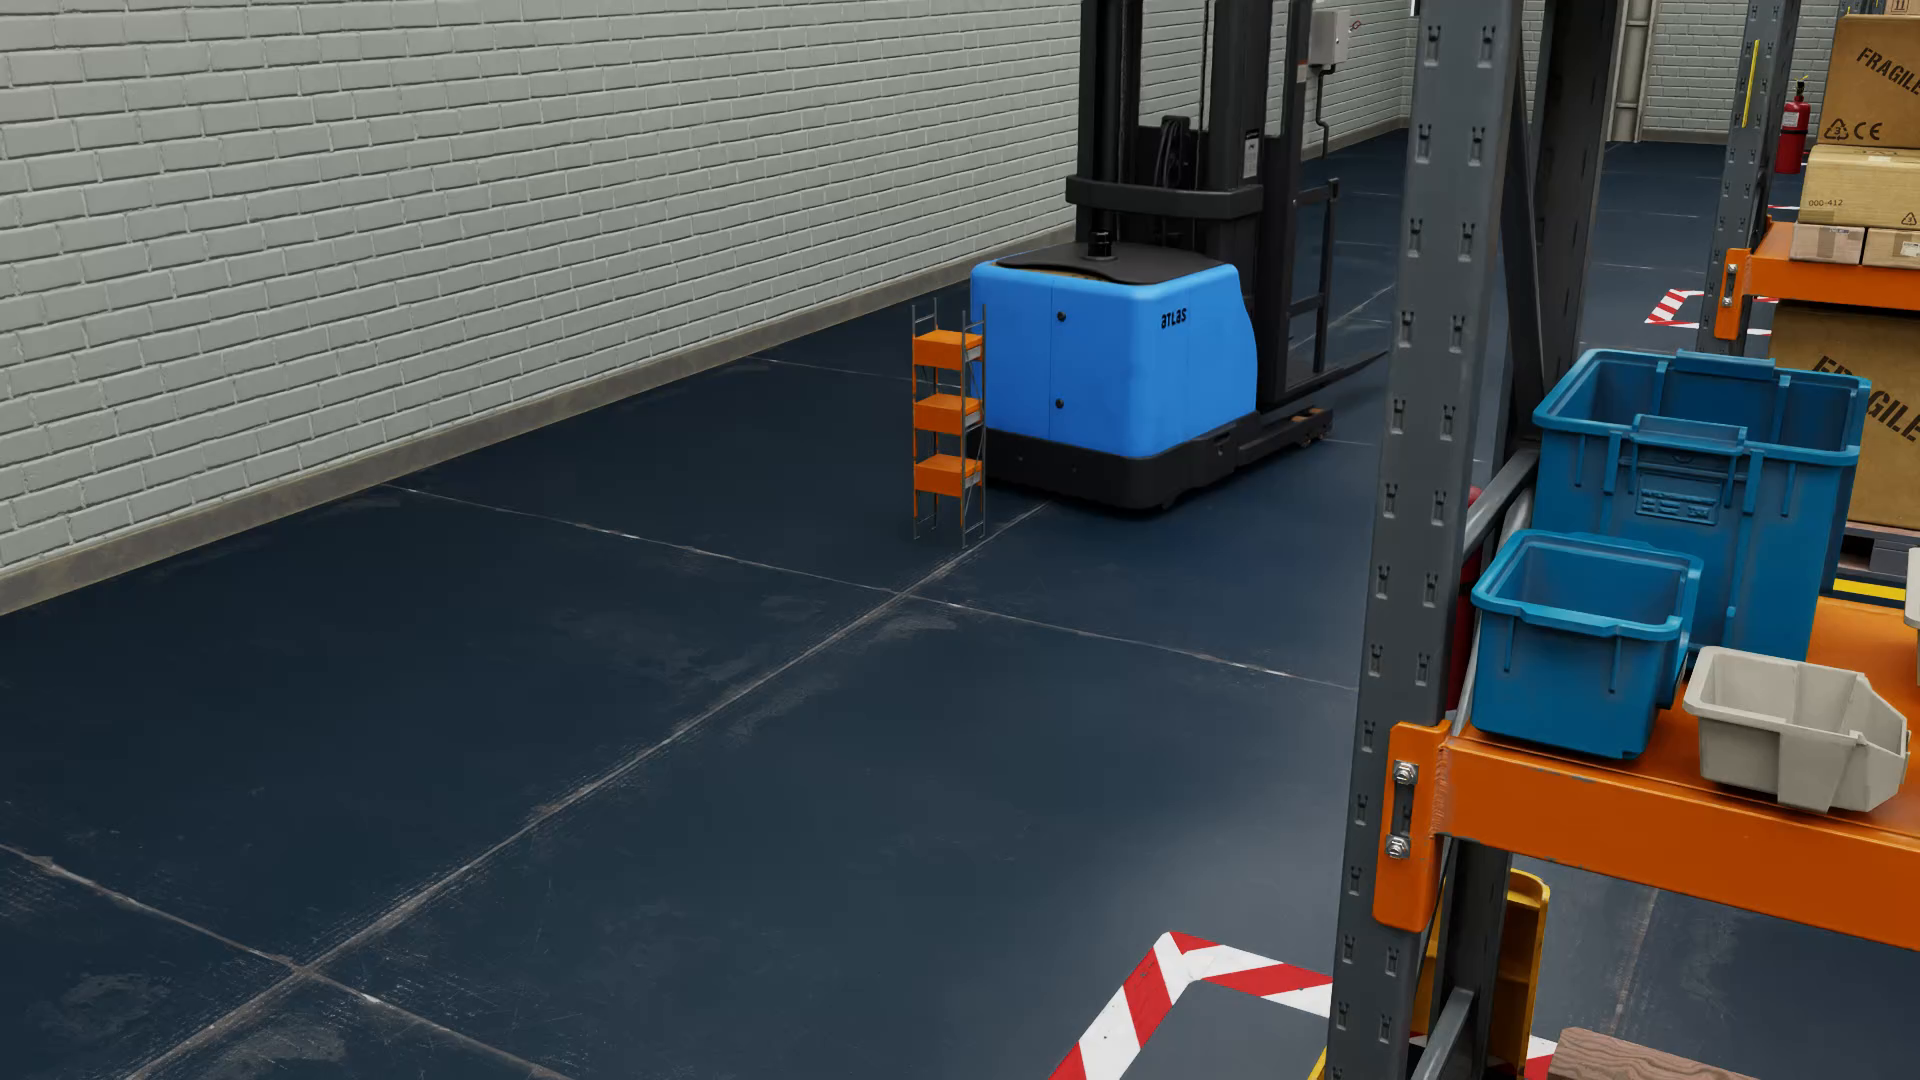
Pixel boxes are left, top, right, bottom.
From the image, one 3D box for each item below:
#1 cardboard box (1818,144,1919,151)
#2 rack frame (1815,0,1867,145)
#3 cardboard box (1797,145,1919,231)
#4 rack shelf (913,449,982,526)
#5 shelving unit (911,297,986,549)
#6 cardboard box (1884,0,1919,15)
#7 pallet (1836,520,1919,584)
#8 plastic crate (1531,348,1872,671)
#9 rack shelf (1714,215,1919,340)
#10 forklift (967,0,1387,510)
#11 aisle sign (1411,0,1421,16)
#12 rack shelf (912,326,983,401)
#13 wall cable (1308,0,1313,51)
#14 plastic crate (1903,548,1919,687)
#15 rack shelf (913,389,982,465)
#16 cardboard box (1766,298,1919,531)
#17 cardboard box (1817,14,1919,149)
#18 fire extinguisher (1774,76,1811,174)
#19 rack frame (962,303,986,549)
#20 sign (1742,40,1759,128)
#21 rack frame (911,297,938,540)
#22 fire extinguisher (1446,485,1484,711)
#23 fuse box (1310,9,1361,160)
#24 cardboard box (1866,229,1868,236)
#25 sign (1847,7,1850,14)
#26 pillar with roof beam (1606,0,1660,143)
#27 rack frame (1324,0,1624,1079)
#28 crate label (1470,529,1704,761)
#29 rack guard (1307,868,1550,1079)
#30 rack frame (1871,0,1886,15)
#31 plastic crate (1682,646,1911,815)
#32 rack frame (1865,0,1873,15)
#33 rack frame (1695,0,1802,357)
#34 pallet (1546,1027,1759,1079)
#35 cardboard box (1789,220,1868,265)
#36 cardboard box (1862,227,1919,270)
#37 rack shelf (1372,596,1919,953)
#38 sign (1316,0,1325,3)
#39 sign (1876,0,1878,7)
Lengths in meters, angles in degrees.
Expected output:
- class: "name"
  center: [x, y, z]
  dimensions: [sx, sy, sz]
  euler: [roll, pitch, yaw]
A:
- class: "cardboard box"
  center: [3.910, -1.566, 7.067]
  dimensions: [0.500, 0.250, 0.500]
  euler: [10, 22, 26]
- class: "rack frame"
  center: [5.865, -2.958, 11.120]
  dimensions: [0.127, 3.000, 1.000]
  euler: [11, 23, 27]
- class: "cardboard box"
  center: [3.645, -1.407, 6.629]
  dimensions: [0.500, 0.250, 0.500]
  euler: [10, 22, 26]
- class: "rack shelf"
  center: [-0.047, -0.231, 7.309]
  dimensions: [0.240, 0.259, 0.215]
  euler: [11, 23, 27]
- class: "shelving unit"
  center: [-0.047, -0.502, 7.211]
  dimensions: [0.252, 1.050, 0.215]
  euler: [11, 23, 27]
- class: "cardboard box"
  center: [6.127, -3.461, 10.459]
  dimensions: [0.500, 0.500, 0.500]
  euler: [11, 22, 27]
- class: "pallet"
  center: [4.094, -0.078, 7.269]
  dimensions: [1.213, 0.211, 1.003]
  euler: [11, 23, 27]
- class: "plastic crate"
  center: [1.326, -0.068, 3.015]
  dimensions: [0.499, 0.435, 0.616]
  euler: [11, 23, 27]
- class: "rack shelf"
  center: [5.104, -0.827, 6.302]
  dimensions: [4.000, 0.370, 1.077]
  euler: [11, 23, 27]
- class: "forklift"
  center: [1.331, -1.952, 8.449]
  dimensions: [1.130, 2.935, 3.031]
  euler: [15, 25, 35]
- class: "aisle sign"
  center: [0.735, -1.169, 2.377]
  dimensions: [0.004, 0.787, 0.394]
  euler: [11, 23, 27]
- class: "rack shelf"
  center: [-0.047, -0.759, 7.117]
  dimensions: [0.240, 0.259, 0.215]
  euler: [11, 23, 27]
- class: "wall cable"
  center: [3.938, -6.281, 18.791]
  dimensions: [0.122, 1.984, 0.588]
  euler: [11, 23, 27]
- class: "plastic crate"
  center: [1.743, 0.154, 2.841]
  dimensions: [0.243, 0.136, 0.396]
  euler: [11, 23, 27]
- class: "rack shelf"
  center: [-0.047, -0.492, 7.214]
  dimensions: [0.240, 0.259, 0.215]
  euler: [11, 23, 27]
- class: "cardboard box"
  center: [3.956, -0.614, 7.159]
  dimensions: [0.875, 0.875, 0.875]
  euler: [11, 23, 27]
- class: "cardboard box"
  center: [3.911, -1.917, 6.935]
  dimensions: [0.500, 0.500, 0.500]
  euler: [11, 23, 28]
- class: "fire extinguisher"
  center: [5.870, -2.925, 11.691]
  dimensions: [0.183, 0.674, 0.296]
  euler: [11, 23, 27]
- class: "rack frame"
  center: [0.060, -0.482, 7.155]
  dimensions: [0.008, 1.050, 0.200]
  euler: [11, 23, 27]
- class: "sign"
  center: [3.082, -1.778, 6.482]
  dimensions: [0.005, 0.325, 0.100]
  euler: [11, 23, 27]
- class: "rack frame"
  center: [-0.153, -0.523, 7.267]
  dimensions: [0.008, 1.050, 0.200]
  euler: [11, 23, 27]
- class: "fire extinguisher"
  center: [1.032, 0.028, 3.550]
  dimensions: [0.183, 0.674, 0.296]
  euler: [11, 23, 27]
- class: "fuse box"
  center: [4.409, -5.374, 19.672]
  dimensions: [0.414, 1.711, 0.539]
  euler: [11, 23, 27]
- class: "cardboard box"
  center: [3.829, -1.419, 7.246]
  dimensions: [0.250, 0.149, 0.380]
  euler: [11, 23, 28]
- class: "sign"
  center: [5.600, -3.203, 10.527]
  dimensions: [0.005, 0.325, 0.100]
  euler: [11, 23, 27]
- class: "pillar with roof beam"
  center: [6.594, -8.182, 16.724]
  dimensions: [0.400, 9.000, 9.100]
  euler: [11, 23, 27]
- class: "rack frame"
  center: [0.942, -0.024, 3.031]
  dimensions: [0.127, 3.000, 1.000]
  euler: [11, 23, 27]
- class: "crate label"
  center: [0.997, 0.166, 2.666]
  dimensions: [0.303, 0.233, 0.416]
  euler: [11, 23, 27]
- class: "rack guard"
  center: [0.915, 1.151, 3.458]
  dimensions: [0.348, 0.500, 1.175]
  euler: [11, 23, 27]
- class: "rack frame"
  center: [10.608, -5.927, 19.305]
  dimensions: [0.127, 3.000, 1.000]
  euler: [11, 23, 27]
- class: "plastic crate"
  center: [1.237, 0.289, 2.468]
  dimensions: [0.298, 0.136, 0.250]
  euler: [11, 23, 27]
- class: "rack frame"
  center: [8.191, -4.448, 15.229]
  dimensions: [0.127, 3.000, 1.000]
  euler: [11, 23, 27]
- class: "rack frame"
  center: [3.358, -1.498, 7.096]
  dimensions: [0.127, 3.000, 1.000]
  euler: [11, 23, 27]
- class: "pallet"
  center: [1.643, 1.436, 3.097]
  dimensions: [1.213, 0.211, 1.003]
  euler: [11, 23, 27]
- class: "cardboard box"
  center: [3.507, -1.223, 6.705]
  dimensions: [0.250, 0.149, 0.380]
  euler: [11, 23, 28]
- class: "cardboard box"
  center: [3.732, -1.180, 6.589]
  dimensions: [0.250, 0.149, 0.380]
  euler: [10, 22, 27]
- class: "rack shelf"
  center: [2.688, 0.647, 2.237]
  dimensions: [4.000, 0.370, 1.077]
  euler: [11, 23, 27]
- class: "sign"
  center: [4.201, -6.386, 19.361]
  dimensions: [0.001, 0.242, 0.339]
  euler: [11, 23, 27]
- class: "sign"
  center: [10.344, -6.172, 18.712]
  dimensions: [0.005, 0.325, 0.100]
  euler: [11, 23, 27]
